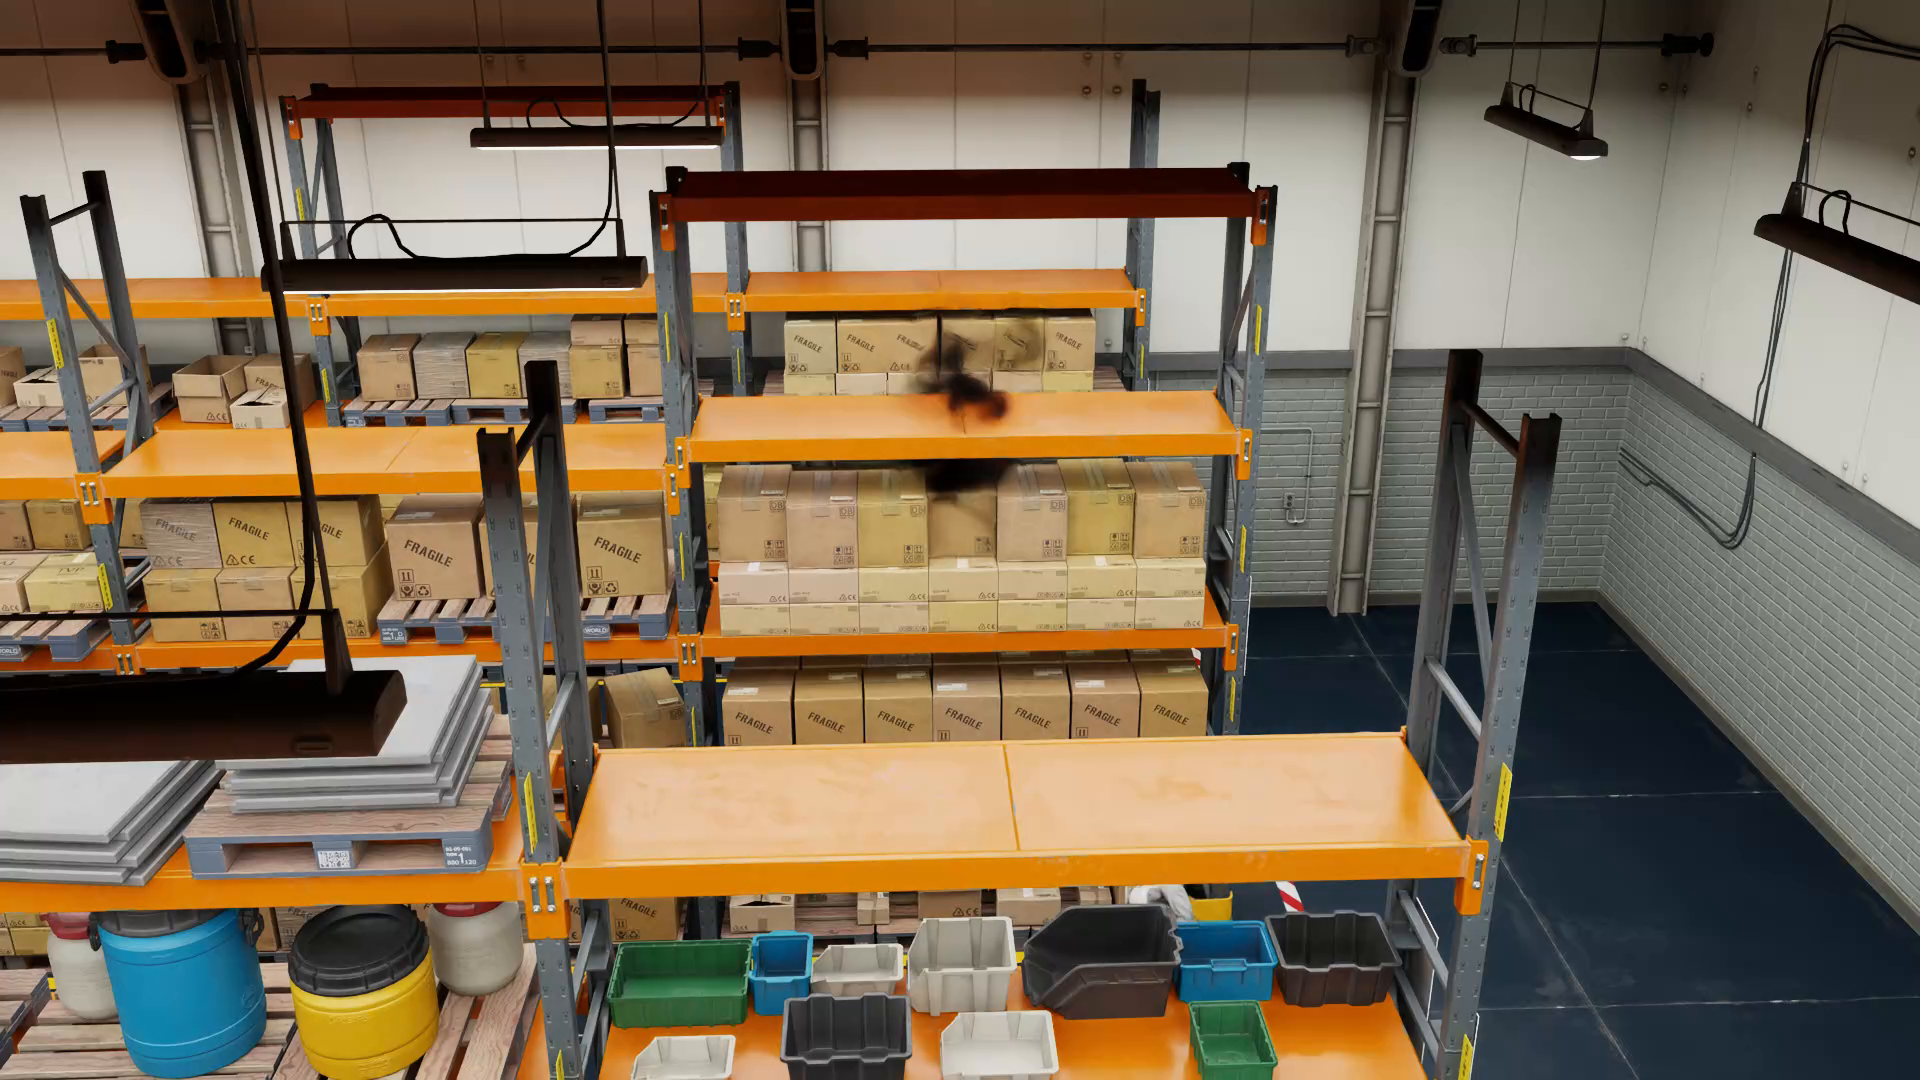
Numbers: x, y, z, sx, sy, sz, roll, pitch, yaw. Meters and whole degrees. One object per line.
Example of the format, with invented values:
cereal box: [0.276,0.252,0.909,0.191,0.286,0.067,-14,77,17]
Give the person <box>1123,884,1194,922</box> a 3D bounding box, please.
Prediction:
person: [1.298,2.743,11.493,0.498,1.714,0.690,-5,23,-12]
